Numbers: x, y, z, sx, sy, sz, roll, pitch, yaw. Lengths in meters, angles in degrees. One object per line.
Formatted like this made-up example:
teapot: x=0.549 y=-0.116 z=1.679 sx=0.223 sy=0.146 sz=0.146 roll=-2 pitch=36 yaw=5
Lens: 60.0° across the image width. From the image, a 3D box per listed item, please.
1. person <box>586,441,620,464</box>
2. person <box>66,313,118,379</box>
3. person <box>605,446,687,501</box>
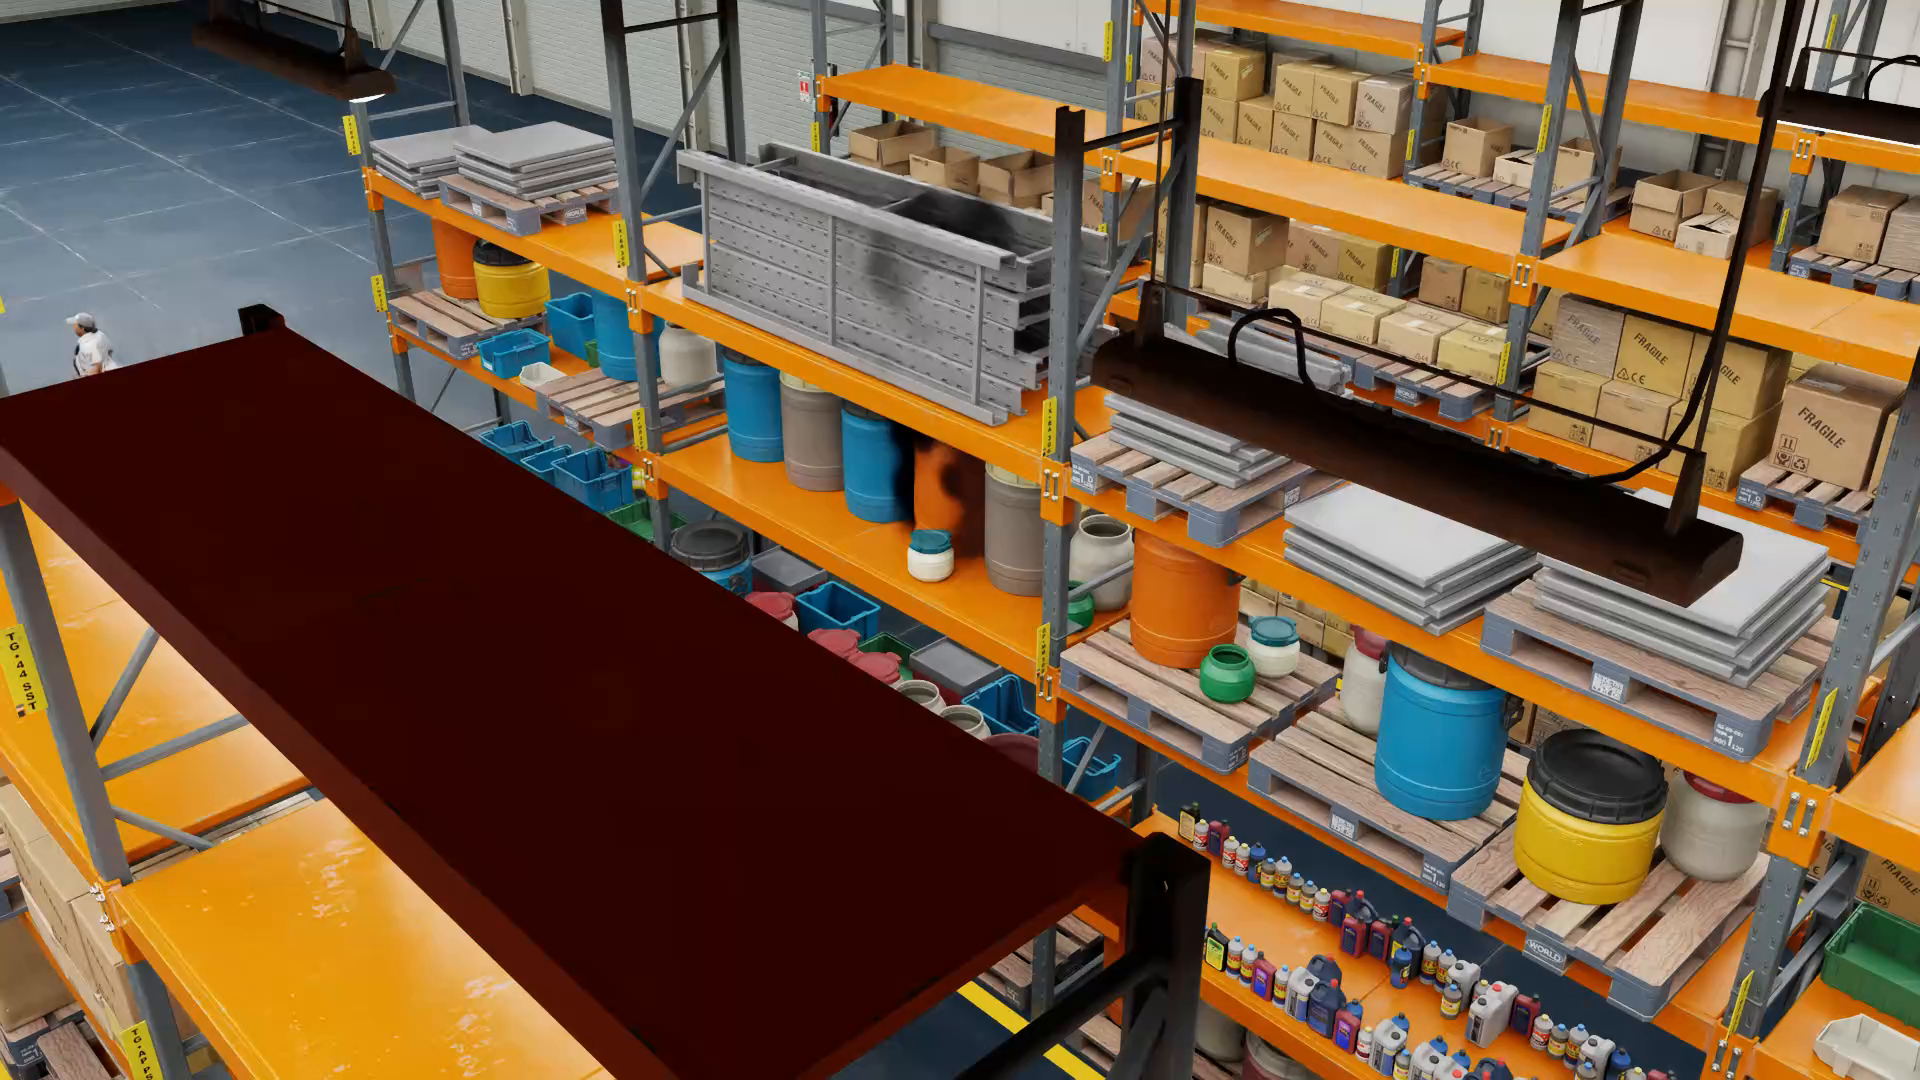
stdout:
person: x=-3.557 y=-0.994 z=16.856 sx=0.726 sy=1.864 sz=0.657 roll=11 pitch=30 yaw=19
person: x=-9.450 y=-1.729 z=18.389 sx=0.589 sy=1.643 sz=0.602 roll=-8 pitch=29 yaw=-15
person: x=-2.958 y=-0.529 z=15.976 sx=0.986 sy=1.763 sz=0.661 roll=20 pitch=34 yaw=32
